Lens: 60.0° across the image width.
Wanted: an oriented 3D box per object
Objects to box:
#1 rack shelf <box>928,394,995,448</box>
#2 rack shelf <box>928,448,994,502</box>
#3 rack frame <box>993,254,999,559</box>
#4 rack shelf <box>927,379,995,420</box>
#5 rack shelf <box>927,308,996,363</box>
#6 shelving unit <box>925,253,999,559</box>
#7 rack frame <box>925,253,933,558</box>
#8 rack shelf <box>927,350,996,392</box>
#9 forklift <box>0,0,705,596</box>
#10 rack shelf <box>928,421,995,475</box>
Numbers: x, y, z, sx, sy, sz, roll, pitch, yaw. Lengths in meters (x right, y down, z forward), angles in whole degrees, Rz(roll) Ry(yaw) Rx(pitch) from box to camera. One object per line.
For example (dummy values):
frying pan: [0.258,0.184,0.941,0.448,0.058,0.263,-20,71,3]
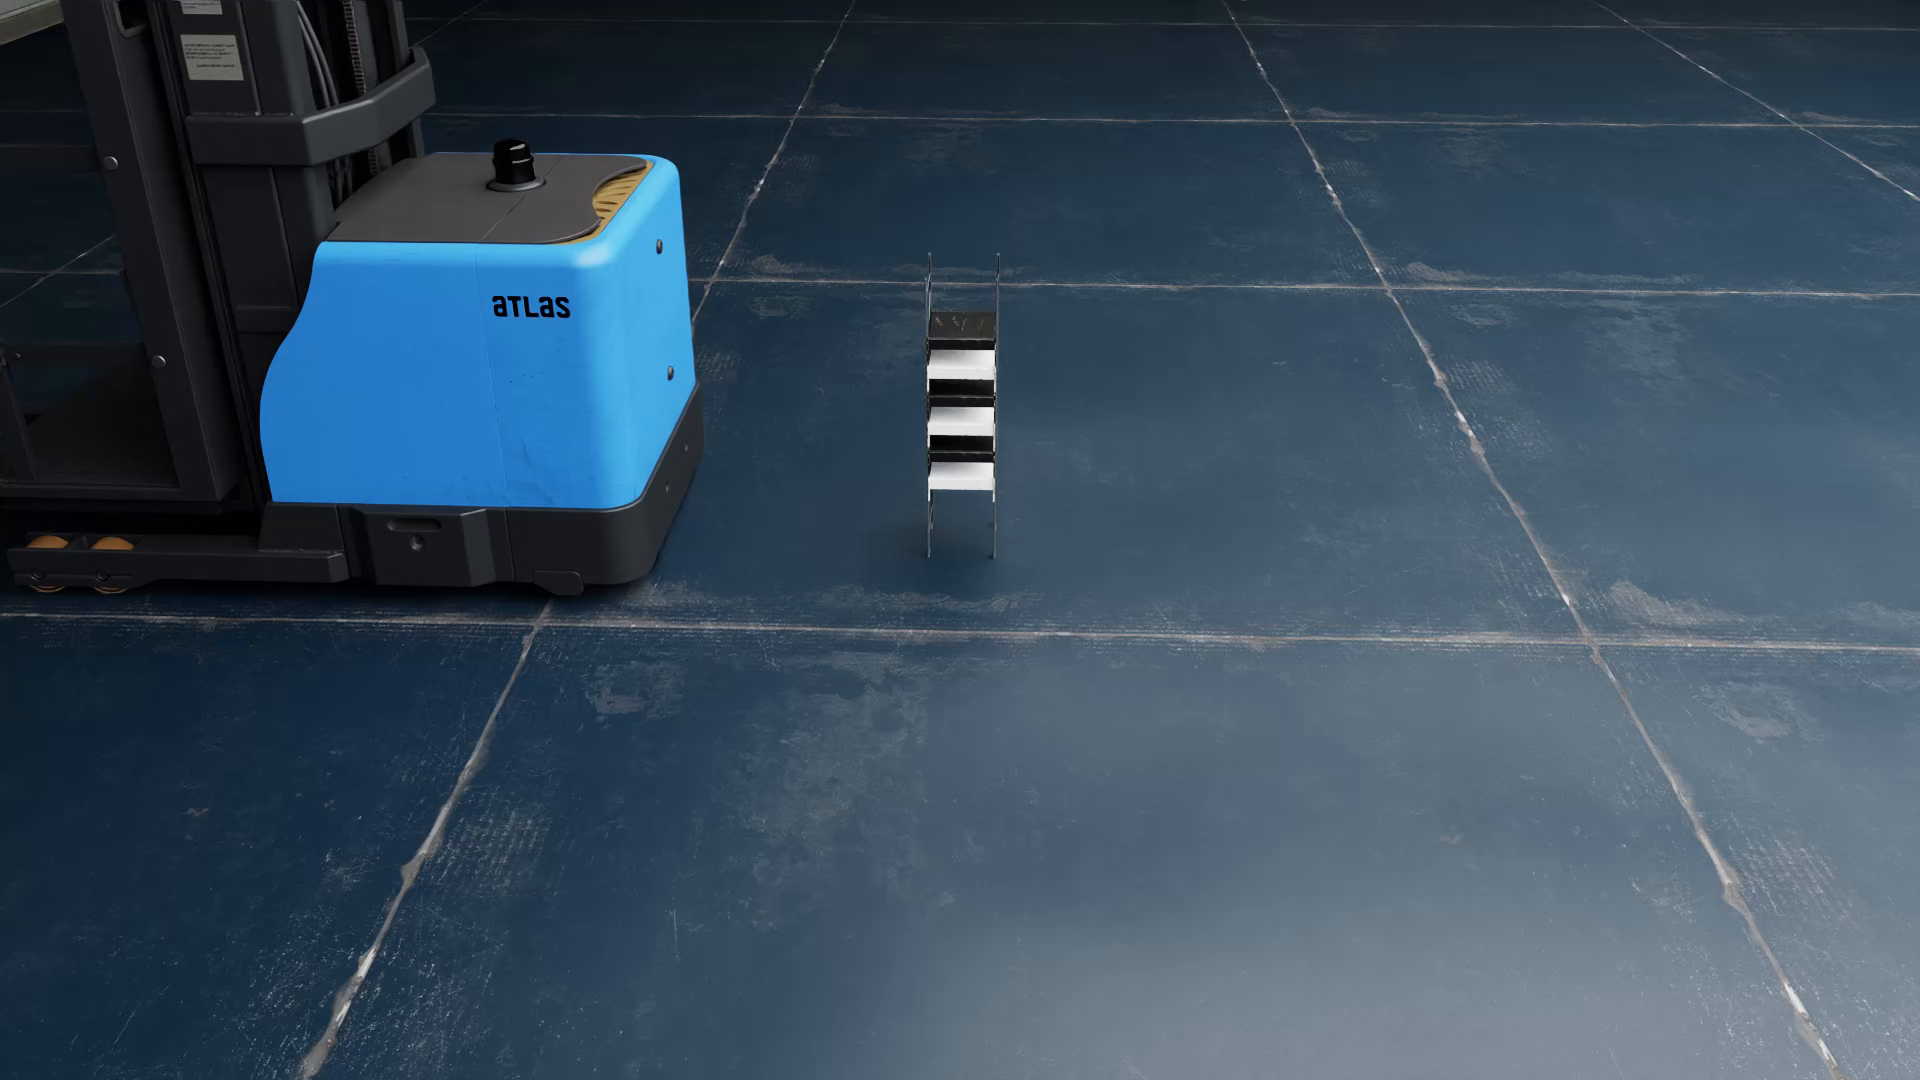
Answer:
rack shelf: [0.008,-0.368,5.055,0.200,0.077,0.258,1,28,2]
rack shelf: [0.008,-0.209,5.139,0.200,0.077,0.258,1,28,2]
rack frame: [0.110,-0.396,5.036,0.006,0.900,0.240,1,28,2]
rack shelf: [0.008,-0.448,5.012,0.200,0.077,0.258,1,28,2]
rack shelf: [0.008,-0.607,4.928,0.200,0.077,0.258,1,28,2]
shelving unit: [0.008,-0.397,5.039,0.210,0.900,0.258,1,28,2]
rack frame: [-0.093,-0.399,5.042,0.006,0.900,0.240,1,28,2]
rack shelf: [0.008,-0.527,4.970,0.200,0.077,0.258,1,28,2]
forklift: [-2.407,-1.379,4.723,3.031,2.935,1.130,1,28,3]
rack shelf: [0.008,-0.288,5.097,0.200,0.077,0.258,1,28,2]
